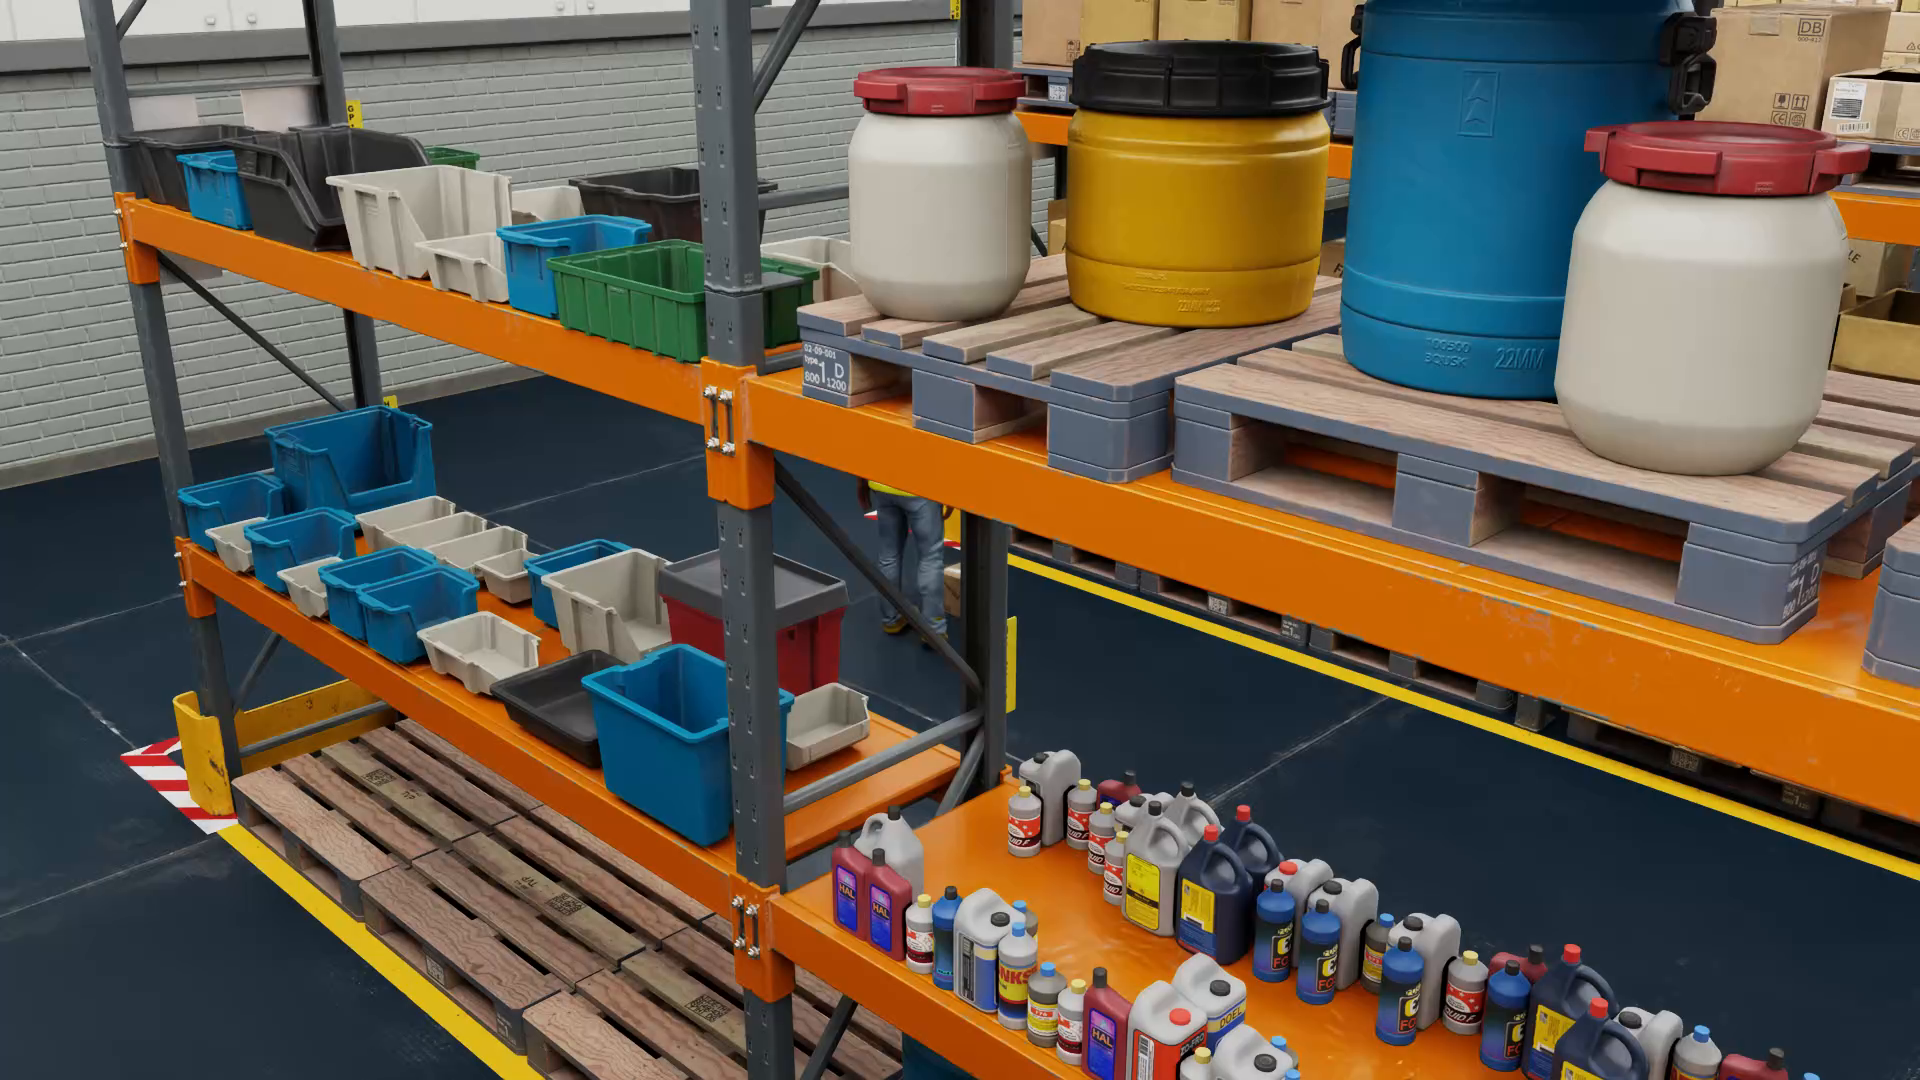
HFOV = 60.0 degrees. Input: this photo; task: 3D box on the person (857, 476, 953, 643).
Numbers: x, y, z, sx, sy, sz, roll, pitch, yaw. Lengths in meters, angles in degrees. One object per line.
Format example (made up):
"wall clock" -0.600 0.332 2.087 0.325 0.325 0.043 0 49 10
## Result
"person" -0.297 -0.283 9.337 0.599 1.815 0.416 12 23 28
